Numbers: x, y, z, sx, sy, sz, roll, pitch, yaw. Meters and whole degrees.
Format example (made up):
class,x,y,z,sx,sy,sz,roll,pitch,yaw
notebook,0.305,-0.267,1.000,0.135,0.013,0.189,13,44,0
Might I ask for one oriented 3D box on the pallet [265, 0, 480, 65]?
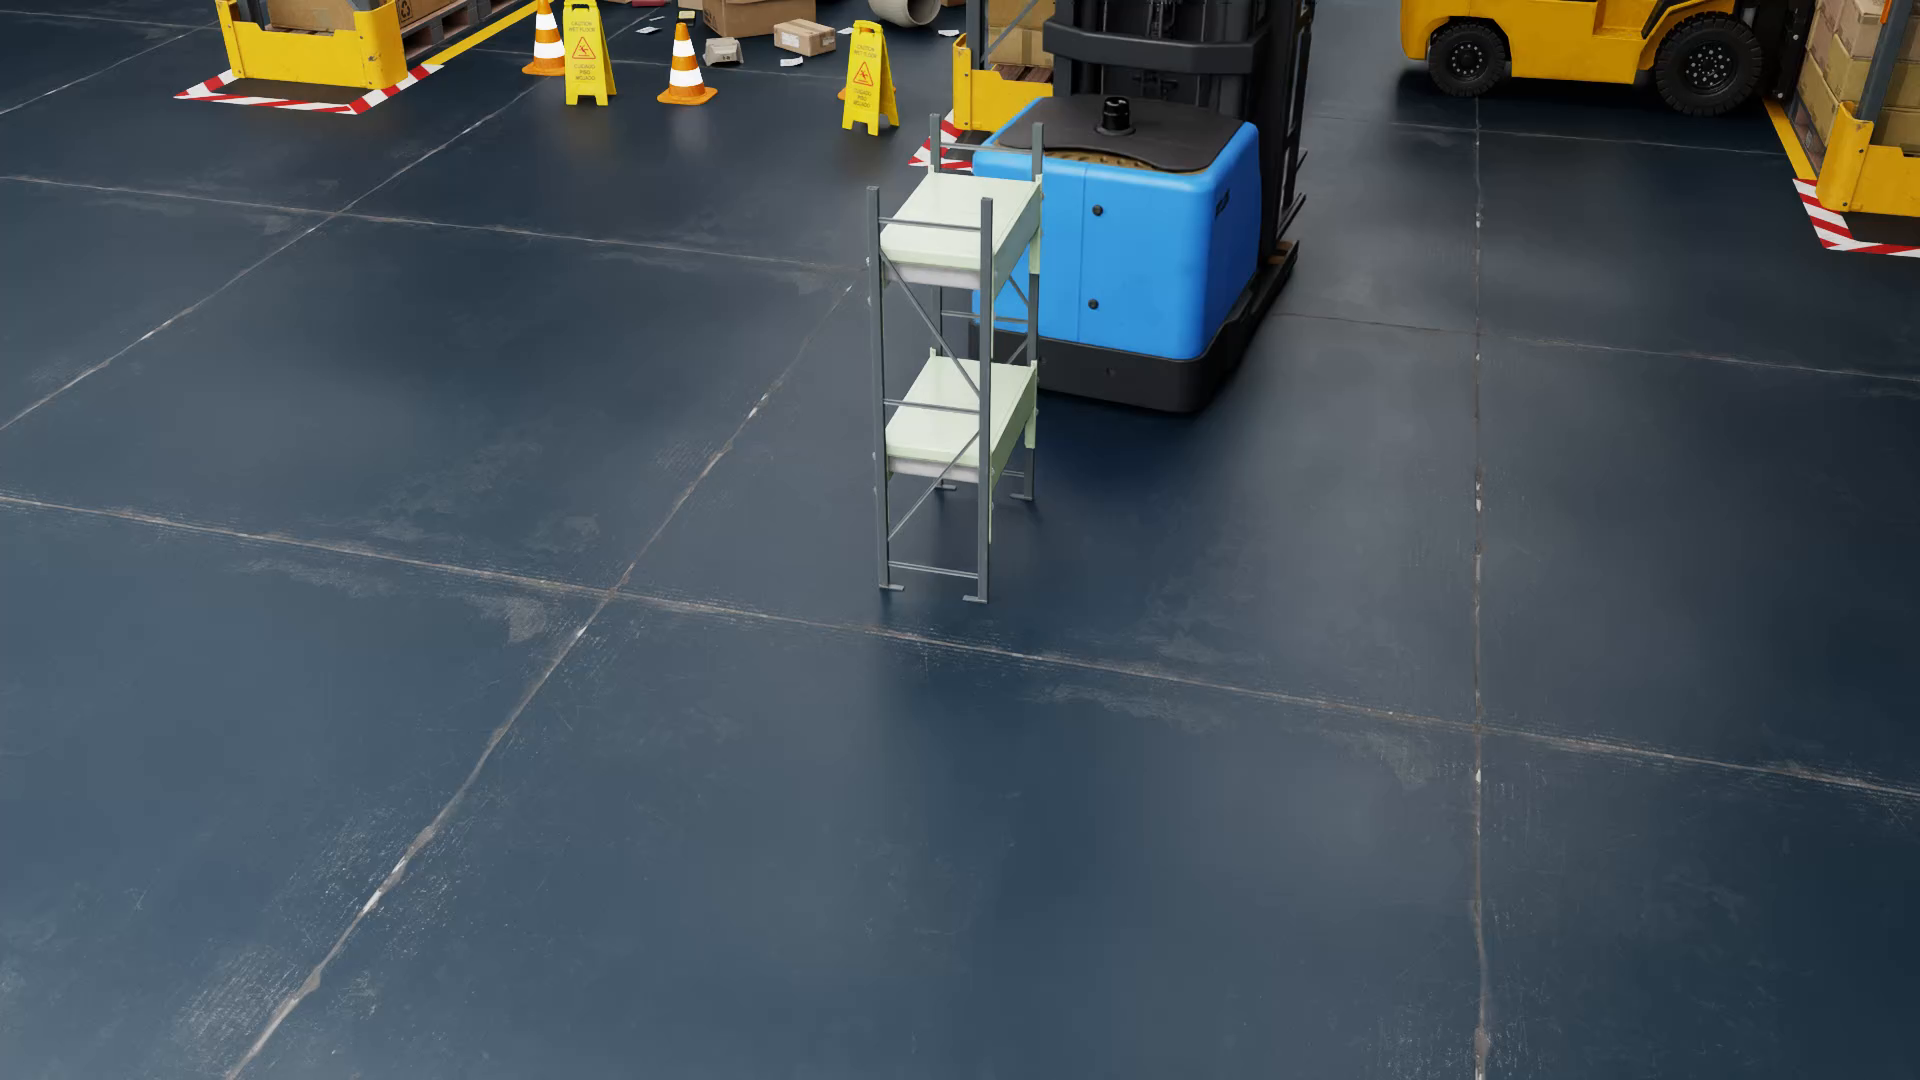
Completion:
class,x,y,z,sx,sy,sz,roll,pitch,yaw
pallet,-4.152,-3.638,11.776,1.003,0.211,1.213,8,33,12

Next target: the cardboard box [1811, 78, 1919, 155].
class,x,y,z,sx,sy,sz,roll,pitch,yaw
cardboard box,5.150,-2.398,9.397,0.500,0.250,0.500,8,33,13

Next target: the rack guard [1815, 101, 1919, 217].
class,x,y,z,sx,sy,sz,roll,pitch,yaw
rack guard,5.330,-2.027,8.972,1.175,0.500,0.348,8,33,12

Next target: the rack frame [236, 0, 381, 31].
class,x,y,z,sx,sy,sz,roll,pitch,yaw
rack frame,-4.279,-4.389,10.358,1.000,3.000,0.127,8,33,12

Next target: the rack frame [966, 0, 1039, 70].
class,x,y,z,sx,sy,sz,roll,pitch,yaw
rack frame,0.534,-3.768,9.381,1.000,3.000,0.127,8,33,12

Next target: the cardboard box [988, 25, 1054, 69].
class,x,y,z,sx,sy,sz,roll,pitch,yaw
cardboard box,0.485,-3.253,10.743,0.500,0.250,0.500,8,33,12

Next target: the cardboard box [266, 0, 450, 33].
class,x,y,z,sx,sy,sz,roll,pitch,yaw
cardboard box,-4.171,-4.031,11.384,0.875,0.875,0.875,8,33,13

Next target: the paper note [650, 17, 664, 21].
class,x,y,z,sx,sy,sz,roll,pitch,yaw
paper note,-2.245,-3.863,12.316,0.032,0.001,0.123,28,42,36

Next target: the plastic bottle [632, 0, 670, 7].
class,x,y,z,sx,sy,sz,roll,pitch,yaw
plastic bottle,-2.345,-4.097,12.637,0.283,0.061,0.133,-3,33,-4

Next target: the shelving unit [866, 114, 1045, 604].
class,x,y,z,sx,sy,sz,roll,pitch,yaw
shelving unit,-0.002,-0.629,5.842,0.431,1.500,0.755,8,33,12

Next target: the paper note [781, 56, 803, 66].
class,x,y,z,sx,sy,sz,roll,pitch,yaw
paper note,-1.151,-3.276,11.375,0.148,0.019,0.142,-3,33,-4

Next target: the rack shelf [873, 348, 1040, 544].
class,x,y,z,sx,sy,sz,roll,pitch,yaw
rack shelf,-0.002,-0.354,6.017,0.431,0.370,0.720,8,33,12

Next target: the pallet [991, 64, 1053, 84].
class,x,y,z,sx,sy,sz,roll,pitch,yaw
pallet,0.794,-3.047,10.847,1.003,0.211,1.213,8,33,12

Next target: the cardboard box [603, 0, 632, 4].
class,x,y,z,sx,sy,sz,roll,pitch,yaw
cardboard box,-2.666,-4.466,12.807,0.500,0.500,0.500,14,35,21

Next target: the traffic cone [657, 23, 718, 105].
class,x,y,z,sx,sy,sz,roll,pitch,yaw
traffic cone,-1.764,-3.071,10.649,0.336,0.463,0.334,8,33,12

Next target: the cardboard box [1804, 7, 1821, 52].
class,x,y,z,sx,sy,sz,roll,pitch,yaw
cardboard box,5.406,-3.146,10.109,0.500,0.250,0.500,7,33,11

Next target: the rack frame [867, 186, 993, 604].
class,x,y,z,sx,sy,sz,roll,pitch,yaw
rack frame,-0.095,-0.440,5.543,0.400,1.500,0.023,8,33,12

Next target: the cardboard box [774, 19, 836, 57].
class,x,y,z,sx,sy,sz,roll,pitch,yaw
cardboard box,-1.087,-3.520,11.648,0.380,0.149,0.250,28,42,36

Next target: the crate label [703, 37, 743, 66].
class,x,y,z,sx,sy,sz,roll,pitch,yaw
crate label,-1.625,-3.350,11.391,0.250,0.136,0.298,-8,33,-13

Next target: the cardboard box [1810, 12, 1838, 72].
class,x,y,z,sx,sy,sz,roll,pitch,yaw
cardboard box,5.295,-2.876,9.683,0.500,0.250,0.500,8,33,12

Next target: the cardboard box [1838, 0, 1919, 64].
class,x,y,z,sx,sy,sz,roll,pitch,yaw
cardboard box,5.152,-2.814,9.120,0.500,0.250,0.500,9,34,14

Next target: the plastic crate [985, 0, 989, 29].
class,x,y,z,sx,sy,sz,roll,pitch,yaw
plastic crate,0.358,-3.908,12.323,0.402,0.080,0.583,-3,33,-4

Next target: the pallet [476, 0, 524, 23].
class,x,y,z,sx,sy,sz,roll,pitch,yaw
pallet,-3.841,-4.269,12.769,1.003,0.211,1.213,8,33,12

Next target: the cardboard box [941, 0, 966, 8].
class,x,y,z,sx,sy,sz,roll,pitch,yaw
cardboard box,-0.039,-4.419,12.733,0.500,0.500,0.500,-21,38,-29

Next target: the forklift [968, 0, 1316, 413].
class,x,y,z,sx,sy,sz,roll,pitch,yaw
forklift,1.055,-2.549,7.528,1.130,2.935,3.031,12,34,18

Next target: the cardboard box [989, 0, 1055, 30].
class,x,y,z,sx,sy,sz,roll,pitch,yaw
cardboard box,0.485,-3.552,10.515,0.500,0.500,0.500,8,33,13

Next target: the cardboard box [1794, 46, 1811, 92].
class,x,y,z,sx,sy,sz,roll,pitch,yaw
cardboard box,5.421,-2.913,10.207,0.500,0.250,0.500,8,33,13

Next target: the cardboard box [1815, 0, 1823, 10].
class,x,y,z,sx,sy,sz,roll,pitch,yaw
cardboard box,5.394,-3.343,9.952,0.500,0.250,0.500,8,33,13

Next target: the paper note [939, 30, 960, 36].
class,x,y,z,sx,sy,sz,roll,pitch,yaw
paper note,-0.079,-3.661,11.980,0.142,0.019,0.148,-3,33,-4

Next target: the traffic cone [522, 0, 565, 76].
class,x,y,z,sx,sy,sz,roll,pitch,yaw
traffic cone,-2.771,-3.401,11.168,0.336,0.463,0.334,8,33,12

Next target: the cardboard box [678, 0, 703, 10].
class,x,y,z,sx,sy,sz,roll,pitch,yaw
cardboard box,-1.919,-4.168,12.560,0.396,0.266,0.258,14,35,21

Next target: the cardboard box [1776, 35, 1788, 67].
class,x,y,z,sx,sy,sz,roll,pitch,yaw
cardboard box,5.531,-3.185,10.636,0.500,0.250,0.500,9,34,14

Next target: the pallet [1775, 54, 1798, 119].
class,x,y,z,sx,sy,sz,roll,pitch,yaw
pallet,5.802,-2.951,10.695,1.003,0.211,1.213,8,33,12

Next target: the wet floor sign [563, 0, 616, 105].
class,x,y,z,sx,sy,sz,roll,pitch,yaw
wet floor sign,-2.372,-3.111,10.542,0.267,0.644,0.232,3,33,4

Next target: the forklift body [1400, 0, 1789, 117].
class,x,y,z,sx,sy,sz,roll,pitch,yaw
forklift body,4.053,-3.968,10.487,2.313,2.155,1.214,8,33,12

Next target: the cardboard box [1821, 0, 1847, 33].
class,x,y,z,sx,sy,sz,roll,pitch,yaw
cardboard box,5.275,-3.080,9.538,0.500,0.250,0.500,9,33,13

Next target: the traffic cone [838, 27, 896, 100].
class,x,y,z,sx,sy,sz,roll,pitch,yaw
traffic cone,-0.604,-3.096,10.689,0.336,0.463,0.334,8,33,12

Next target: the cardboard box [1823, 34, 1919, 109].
class,x,y,z,sx,sy,sz,roll,pitch,yaw
cardboard box,5.157,-2.617,9.276,0.500,0.250,0.500,8,33,12

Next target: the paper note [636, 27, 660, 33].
class,x,y,z,sx,sy,sz,roll,pitch,yaw
paper note,-2.250,-3.697,12.038,0.144,0.017,0.142,20,38,29

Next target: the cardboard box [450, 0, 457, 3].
class,x,y,z,sx,sy,sz,roll,pitch,yaw
cardboard box,-3.950,-4.488,12.102,0.875,0.875,0.875,8,33,12

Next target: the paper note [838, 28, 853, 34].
class,x,y,z,sx,sy,sz,roll,pitch,yaw
paper note,-0.791,-3.692,12.040,0.148,0.019,0.142,20,38,29

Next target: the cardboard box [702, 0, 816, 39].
class,x,y,z,sx,sy,sz,roll,pitch,yaw
cardboard box,-1.469,-3.970,12.027,0.797,0.503,0.637,-14,35,-21

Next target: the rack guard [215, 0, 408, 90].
class,x,y,z,sx,sy,sz,roll,pitch,yaw
rack guard,-4.286,-3.322,11.009,1.175,0.500,0.348,8,33,12

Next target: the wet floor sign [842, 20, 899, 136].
class,x,y,z,sx,sy,sz,roll,pitch,yaw
wet floor sign,-0.549,-2.821,10.087,0.267,0.644,0.232,20,38,29

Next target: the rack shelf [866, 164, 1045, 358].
class,x,y,z,sx,sy,sz,roll,pitch,yaw
rack shelf,-0.002,-0.959,5.633,0.431,0.370,0.720,8,33,12

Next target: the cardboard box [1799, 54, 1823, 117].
class,x,y,z,sx,sy,sz,roll,pitch,yaw
cardboard box,5.285,-2.654,9.801,0.500,0.250,0.500,8,33,12

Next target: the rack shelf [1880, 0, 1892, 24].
class,x,y,z,sx,sy,sz,roll,pitch,yaw
rack shelf,5.844,-3.828,10.146,1.077,0.370,4.000,8,33,12

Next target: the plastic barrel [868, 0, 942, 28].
class,x,y,z,sx,sy,sz,roll,pitch,yaw
plastic barrel,-0.406,-3.959,12.082,0.421,0.421,0.512,-21,38,-29

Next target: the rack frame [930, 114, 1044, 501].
class,x,y,z,sx,sy,sz,roll,pitch,yaw
rack frame,0.091,-0.819,6.141,0.400,1.500,0.023,8,33,12

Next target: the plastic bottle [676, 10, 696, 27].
class,x,y,z,sx,sy,sz,roll,pitch,yaw
plastic bottle,-2.013,-3.848,12.245,0.133,0.061,0.283,-3,33,-4

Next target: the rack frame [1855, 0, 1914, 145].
class,x,y,z,sx,sy,sz,roll,pitch,yaw
rack frame,5.336,-3.094,8.321,1.000,3.000,0.127,8,33,12

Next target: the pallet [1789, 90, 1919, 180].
class,x,y,z,sx,sy,sz,roll,pitch,yaw
pallet,5.490,-2.320,9.702,1.003,0.211,1.213,8,33,12

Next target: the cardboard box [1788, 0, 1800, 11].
class,x,y,z,sx,sy,sz,roll,pitch,yaw
cardboard box,5.536,-3.406,10.517,0.500,0.250,0.500,8,33,12

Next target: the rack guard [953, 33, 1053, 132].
class,x,y,z,sx,sy,sz,roll,pitch,yaw
rack guard,0.553,-2.752,10.114,1.175,0.500,0.348,8,33,12
